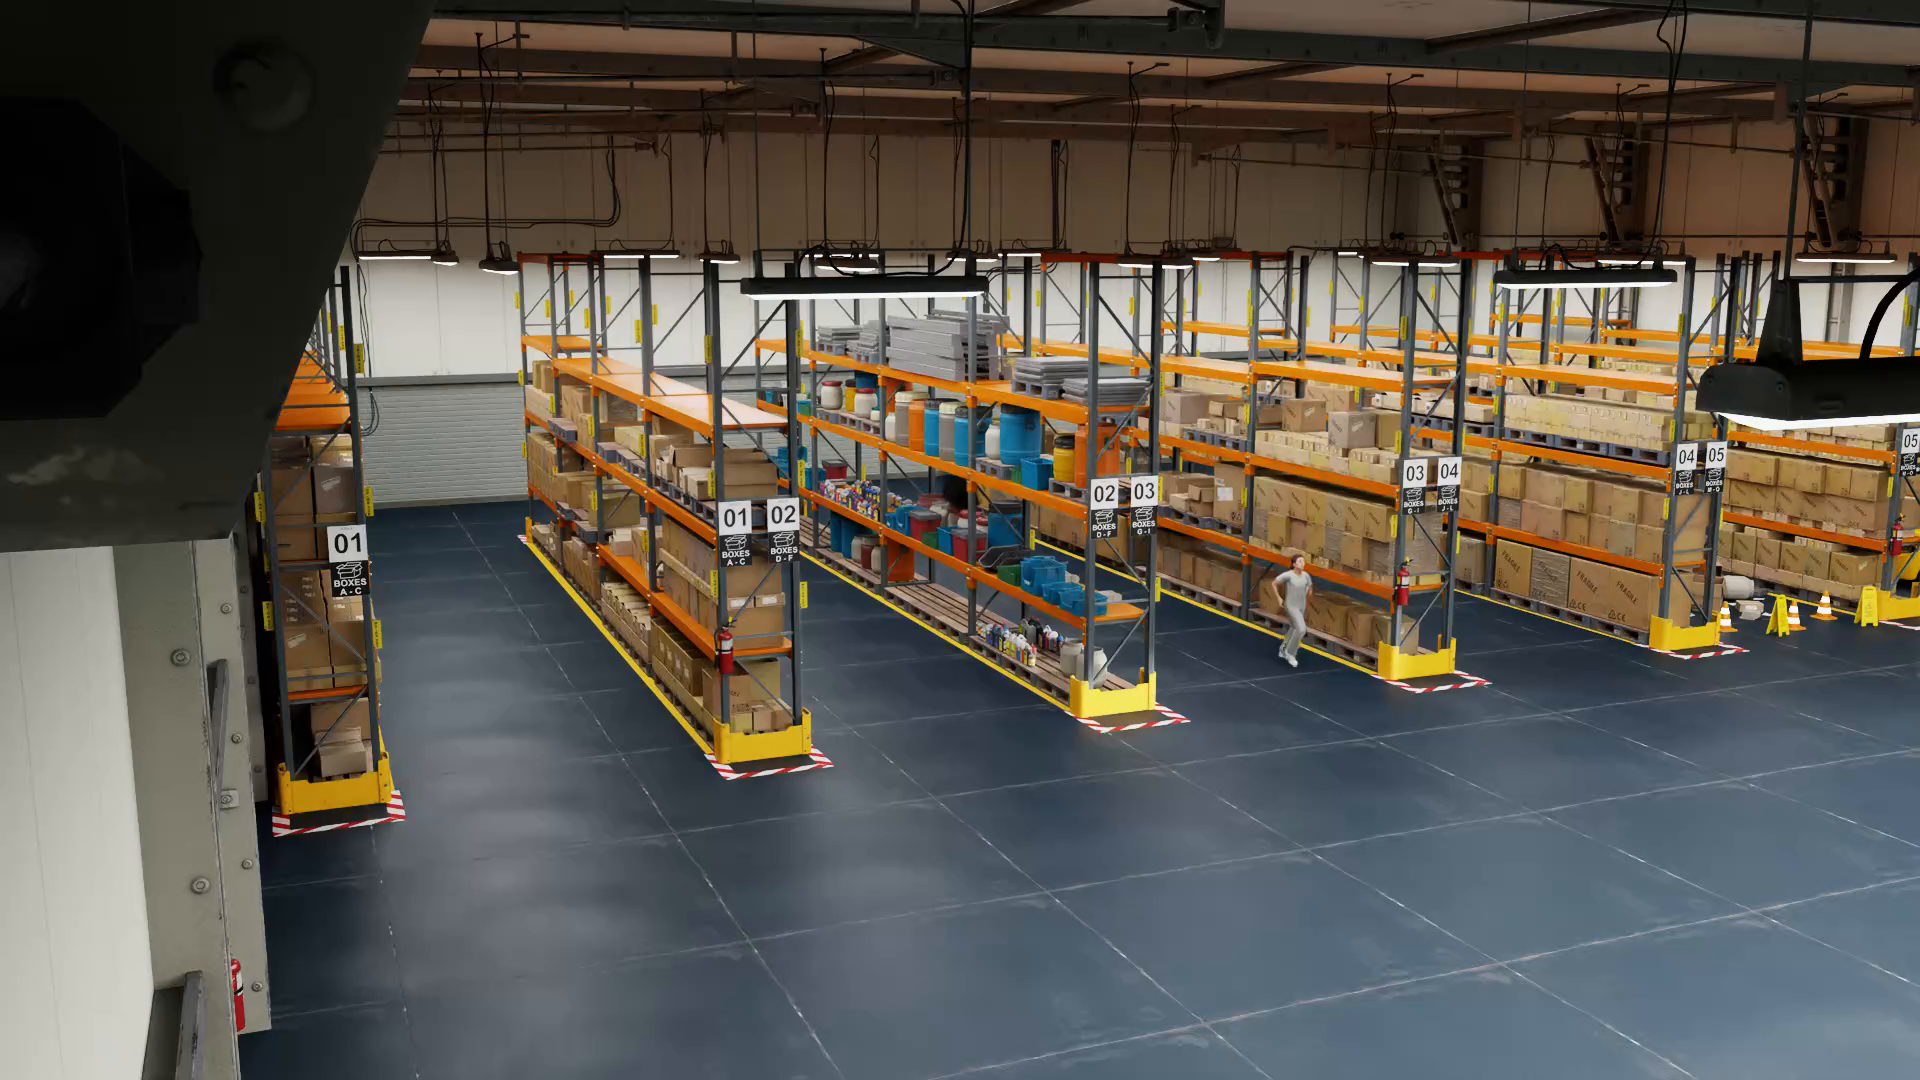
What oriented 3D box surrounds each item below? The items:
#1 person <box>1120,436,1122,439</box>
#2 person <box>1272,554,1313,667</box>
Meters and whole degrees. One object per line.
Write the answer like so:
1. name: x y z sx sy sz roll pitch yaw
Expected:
1. person: 3.671 -1.695 39.849 0.621 1.627 0.487 1 10 3
2. person: 4.995 1.032 24.750 0.546 1.678 0.660 -6 12 -31
